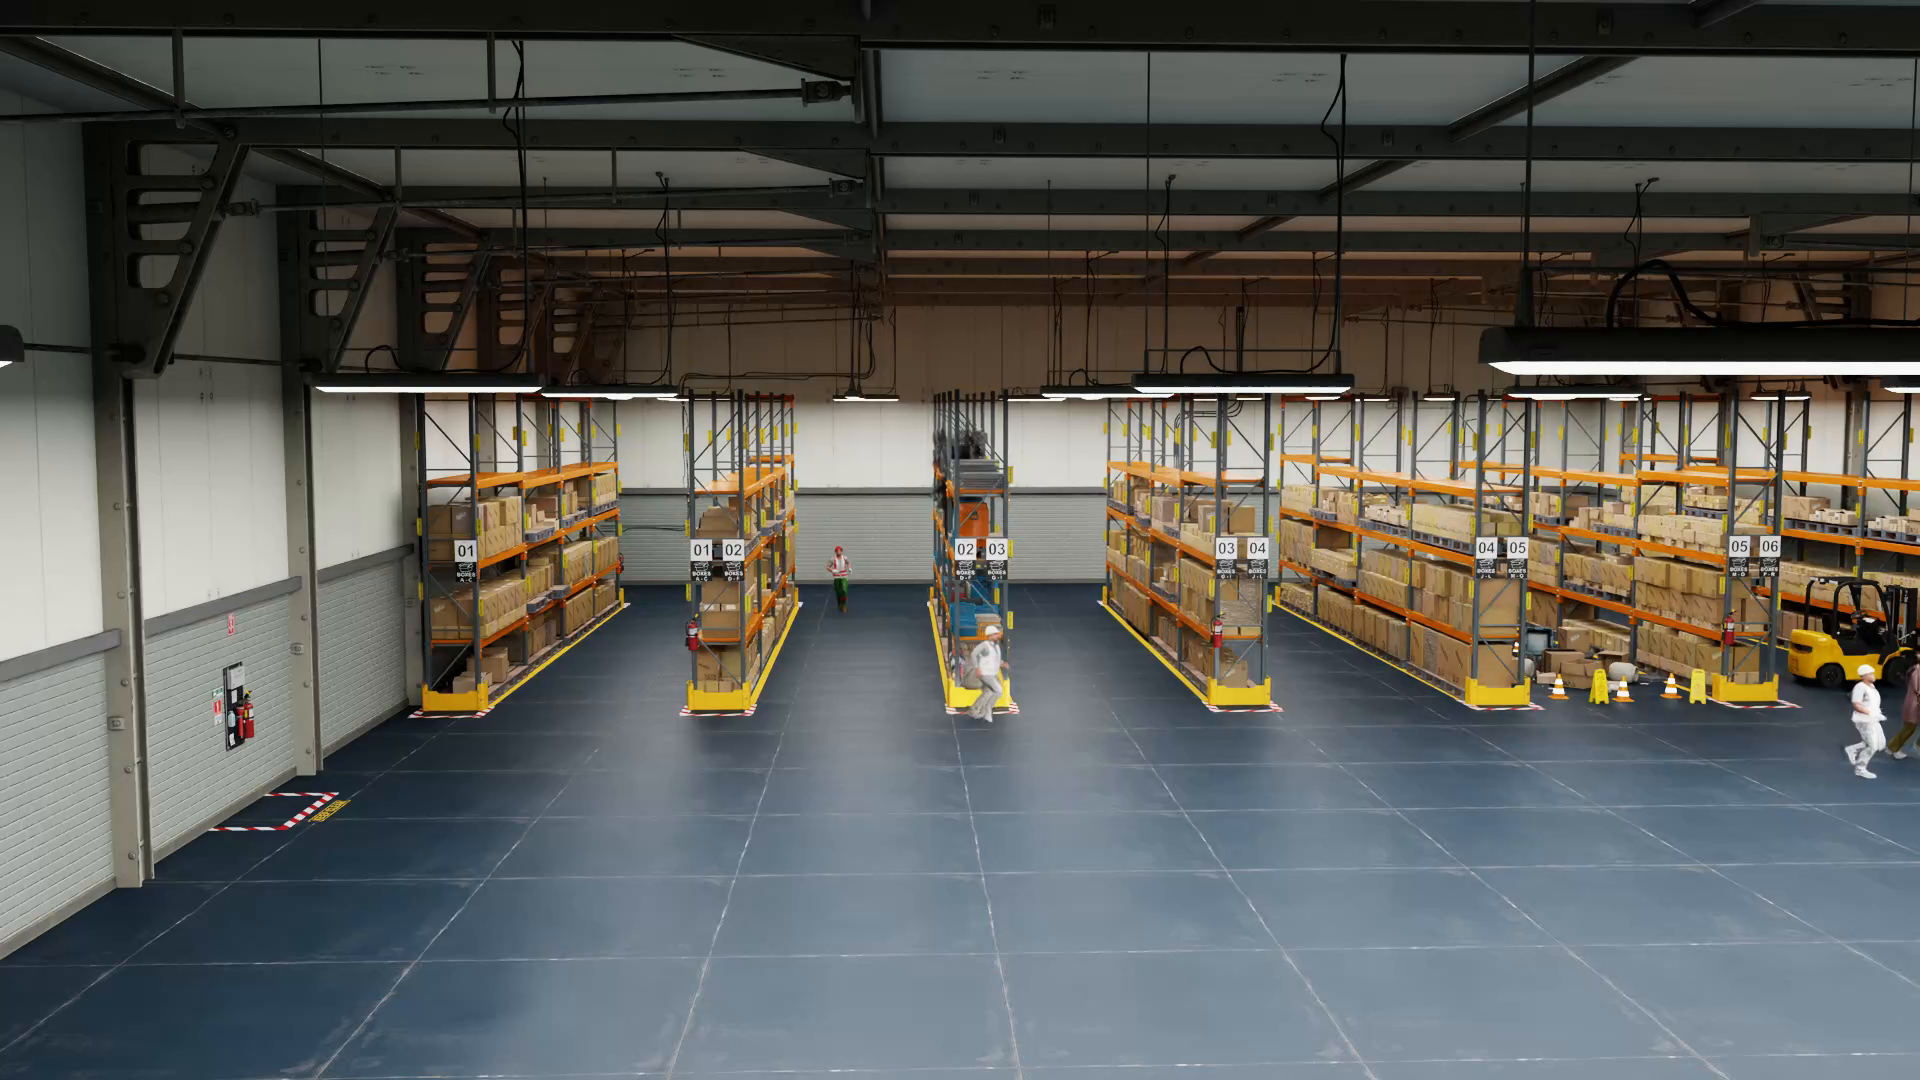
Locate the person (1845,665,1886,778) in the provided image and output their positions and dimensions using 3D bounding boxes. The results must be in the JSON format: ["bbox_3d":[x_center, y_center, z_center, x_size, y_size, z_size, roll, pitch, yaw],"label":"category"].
[{"bbox_3d":[13.920,2.779,25.556,0.599,1.734,0.685,4,6,44],"label":"person"}]

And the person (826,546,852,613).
[{"bbox_3d":[-3.338,1.084,45.973,0.705,1.835,0.859,-1,5,-13],"label":"person"}]

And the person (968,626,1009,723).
[{"bbox_3d":[0.505,2.411,29.973,0.817,1.744,0.578,2,5,25],"label":"person"}]

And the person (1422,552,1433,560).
[{"bbox_3d":[13.913,0.898,49.291,0.804,1.693,0.617,0,5,4],"label":"person"}]

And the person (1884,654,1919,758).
[{"bbox_3d":[15.282,2.676,26.559,0.892,1.781,0.751,4,6,44],"label":"person"}]
